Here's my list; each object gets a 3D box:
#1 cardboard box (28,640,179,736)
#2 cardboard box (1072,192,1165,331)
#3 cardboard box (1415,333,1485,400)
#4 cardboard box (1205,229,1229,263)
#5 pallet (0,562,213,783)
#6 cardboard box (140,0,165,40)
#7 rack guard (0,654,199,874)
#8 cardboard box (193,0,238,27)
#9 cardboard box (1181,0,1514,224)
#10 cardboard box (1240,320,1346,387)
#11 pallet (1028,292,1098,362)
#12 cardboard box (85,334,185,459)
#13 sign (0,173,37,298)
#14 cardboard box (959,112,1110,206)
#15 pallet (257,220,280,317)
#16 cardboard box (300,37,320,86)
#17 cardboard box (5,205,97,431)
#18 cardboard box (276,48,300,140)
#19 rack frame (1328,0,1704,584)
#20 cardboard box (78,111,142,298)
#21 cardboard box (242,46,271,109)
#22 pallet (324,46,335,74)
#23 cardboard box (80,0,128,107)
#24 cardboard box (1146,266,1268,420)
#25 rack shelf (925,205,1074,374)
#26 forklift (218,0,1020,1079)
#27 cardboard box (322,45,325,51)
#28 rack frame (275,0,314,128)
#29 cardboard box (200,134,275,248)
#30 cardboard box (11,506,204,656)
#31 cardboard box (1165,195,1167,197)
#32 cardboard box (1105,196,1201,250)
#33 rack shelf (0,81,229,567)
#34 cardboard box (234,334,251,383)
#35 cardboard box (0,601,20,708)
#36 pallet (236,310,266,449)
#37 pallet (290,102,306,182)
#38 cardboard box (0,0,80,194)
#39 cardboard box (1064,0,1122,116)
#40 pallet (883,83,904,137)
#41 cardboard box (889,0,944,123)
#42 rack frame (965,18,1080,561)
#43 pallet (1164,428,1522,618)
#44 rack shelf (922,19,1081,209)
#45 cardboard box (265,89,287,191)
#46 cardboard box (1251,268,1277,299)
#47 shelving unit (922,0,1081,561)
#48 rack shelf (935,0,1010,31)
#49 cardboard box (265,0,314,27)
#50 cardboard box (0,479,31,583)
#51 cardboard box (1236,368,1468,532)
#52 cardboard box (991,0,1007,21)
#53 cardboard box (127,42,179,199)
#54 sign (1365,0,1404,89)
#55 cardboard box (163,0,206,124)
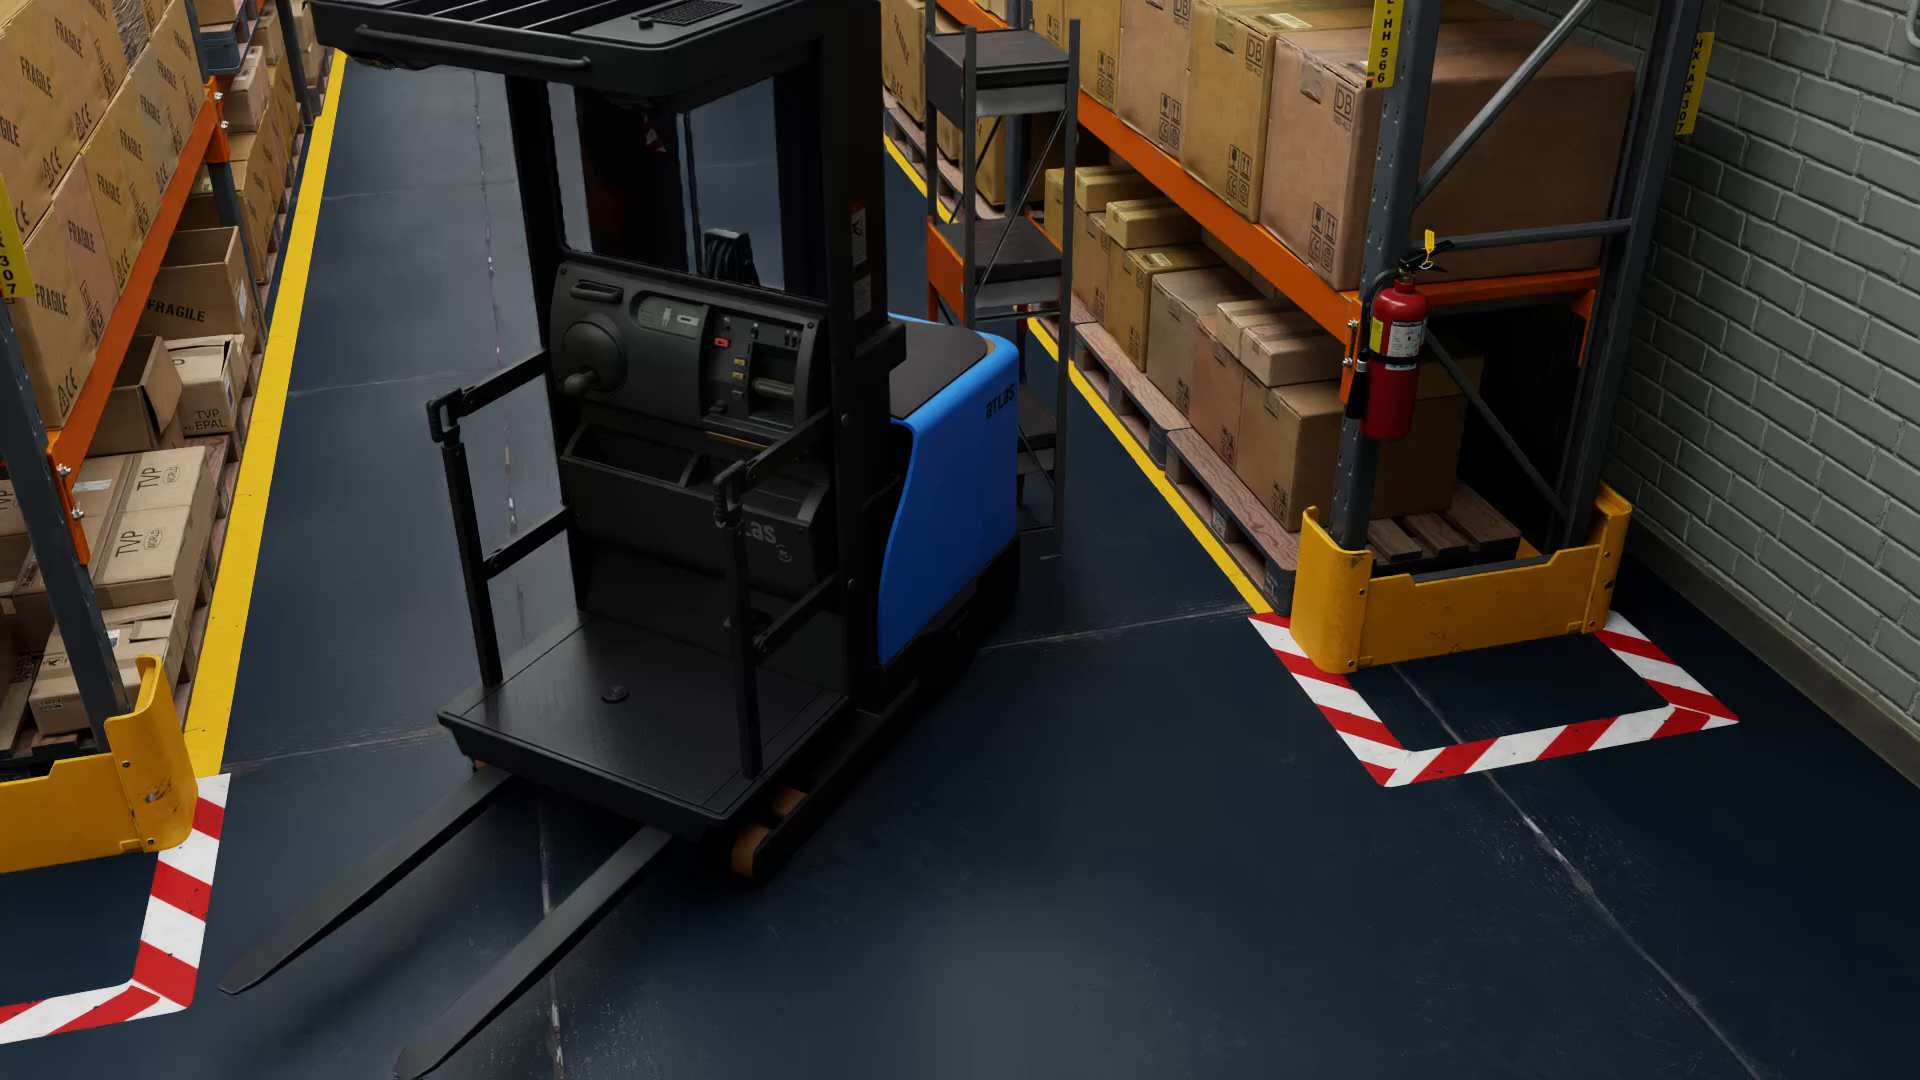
[{"bbox_3d":[-2.747,0.472,5.347,0.380,0.149,0.250,-8,31,-13],"label":"cardboard box"},{"bbox_3d":[0.976,-1.398,8.247,0.700,0.500,0.500,-8,31,-14],"label":"cardboard box"},{"bbox_3d":[1.752,-0.656,6.317,0.380,0.149,0.250,-8,31,-13],"label":"cardboard box"},{"bbox_3d":[1.347,-1.390,7.586,0.380,0.149,0.250,-8,31,-14],"label":"cardboard box"},{"bbox_3d":[-3.200,0.462,5.742,1.003,0.211,1.213,-8,31,-13],"label":"pallet"},{"bbox_3d":[-3.506,-2.275,6.588,0.500,0.500,0.500,-8,31,-14],"label":"cardboard box"},{"bbox_3d":[-2.987,0.721,5.005,1.175,0.500,0.348,-8,31,-13],"label":"rack guard"},{"bbox_3d":[-3.939,-2.739,7.969,0.700,0.500,0.500,-19,35,-30],"label":"cardboard box"},{"bbox_3d":[1.459,-1.709,6.409,0.980,0.700,0.700,-8,31,-14],"label":"cardboard box"},{"bbox_3d":[1.316,-0.727,6.441,0.380,0.149,0.250,-8,31,-14],"label":"cardboard box"},{"bbox_3d":[0.873,-1.332,8.840,1.003,0.211,1.213,-8,31,-13],"label":"pallet"},{"bbox_3d":[-3.525,-0.459,6.601,0.797,0.503,0.637,-8,31,-13],"label":"cardboard box"},{"bbox_3d":[-2.444,-0.771,4.223,0.100,0.325,0.005,-8,31,-13],"label":"sign"},{"bbox_3d":[0.448,-2.464,9.740,0.750,0.750,0.750,-7,31,-13],"label":"cardboard box"},{"bbox_3d":[-4.281,-1.437,9.021,1.003,0.211,1.213,-8,31,-13],"label":"pallet"},{"bbox_3d":[-4.946,-3.471,12.079,0.500,0.250,0.500,-8,31,-13],"label":"cardboard box"},{"bbox_3d":[-2.831,-0.616,4.721,0.500,0.500,0.500,-7,31,-12],"label":"cardboard box"},{"bbox_3d":[-4.616,-2.876,10.780,0.500,0.500,0.500,-7,31,-11],"label":"cardboard box"},{"bbox_3d":[1.808,-0.984,5.456,1.000,3.000,0.127,-8,31,-13],"label":"rack frame"},{"bbox_3d":[-3.103,-1.108,5.570,0.500,0.500,0.500,-8,31,-13],"label":"cardboard box"},{"bbox_3d":[-4.321,-2.680,9.693,0.500,0.250,0.500,-8,31,-14],"label":"cardboard box"},{"bbox_3d":[-5.591,-3.972,13.401,1.003,0.211,1.213,-8,31,-13],"label":"pallet"},{"bbox_3d":[-3.240,-1.788,5.747,0.500,0.500,0.500,-8,31,-14],"label":"cardboard box"},{"bbox_3d":[1.259,-0.893,7.375,0.700,0.500,0.500,-9,31,-15],"label":"cardboard box"},{"bbox_3d":[0.140,-0.916,6.264,0.431,0.518,0.480,-9,31,-15],"label":"rack shelf"},{"bbox_3d":[-0.916,-0.508,4.702,1.130,2.935,3.031,15,33,24],"label":"forklift"},{"bbox_3d":[-5.224,-3.964,12.930,0.500,0.250,0.500,-9,31,-15],"label":"cardboard box"},{"bbox_3d":[-5.090,-4.188,10.990,1.000,3.000,0.127,-8,31,-13],"label":"rack frame"},{"bbox_3d":[-4.074,-1.886,9.071,0.500,0.500,0.500,-7,31,-13],"label":"cardboard box"},{"bbox_3d":[-2.971,0.134,5.830,0.500,0.250,0.500,-8,31,-13],"label":"cardboard box"},{"bbox_3d":[1.211,-1.637,8.012,0.380,0.149,0.250,-9,31,-15],"label":"cardboard box"},{"bbox_3d":[0.900,-1.480,7.742,0.380,0.149,0.250,-9,31,-15],"label":"cardboard box"},{"bbox_3d":[-3.498,-0.978,6.164,1.077,0.370,4.000,-8,31,-13],"label":"rack shelf"},{"bbox_3d":[-3.447,-0.802,7.547,0.380,0.149,0.250,-8,31,-13],"label":"cardboard box"},{"bbox_3d":[-3.349,0.338,5.228,0.500,0.500,0.500,-8,31,-13],"label":"cardboard box"},{"bbox_3d":[-3.847,-0.717,7.778,1.003,0.211,1.213,-8,31,-13],"label":"pallet"},{"bbox_3d":[-4.929,-2.615,11.057,1.003,0.211,1.213,-8,31,-13],"label":"pallet"},{"bbox_3d":[-2.977,-1.301,4.905,0.500,0.500,0.500,-8,31,-13],"label":"cardboard box"},{"bbox_3d":[1.063,-2.428,7.652,0.980,0.700,0.700,-9,31,-15],"label":"cardboard box"},{"bbox_3d":[-0.179,-3.250,12.155,1.003,0.211,1.213,-8,31,-13],"label":"pallet"},{"bbox_3d":[-0.020,-3.303,11.189,0.750,0.750,0.750,-8,31,-14],"label":"cardboard box"},{"bbox_3d":[0.211,-0.811,6.055,0.400,2.100,0.015,-9,31,-15],"label":"rack frame"},{"bbox_3d":[1.520,-0.153,6.804,1.003,0.211,1.213,-8,31,-13],"label":"pallet"},{"bbox_3d":[0.140,-1.522,5.914,0.431,0.518,0.480,-9,31,-15],"label":"rack shelf"},{"bbox_3d":[-4.333,-2.373,9.912,0.500,0.500,0.500,-9,31,-15],"label":"cardboard box"},{"bbox_3d":[1.482,-1.144,7.161,0.380,0.149,0.250,-7,31,-13],"label":"cardboard box"},{"bbox_3d":[0.140,-0.928,6.257,0.431,2.100,0.503,-9,31,-15],"label":"shelving unit"},{"bbox_3d":[0.215,-3.571,10.643,1.077,0.370,4.000,-8,31,-13],"label":"rack shelf"},{"bbox_3d":[-5.094,-3.967,12.374,0.500,0.311,0.500,-9,31,-15],"label":"cardboard box"},{"bbox_3d":[-3.572,-0.017,6.090,0.500,0.250,0.500,-8,31,-13],"label":"cardboard box"},{"bbox_3d":[1.526,-0.409,6.538,0.700,0.500,0.500,-8,31,-13],"label":"cardboard box"},{"bbox_3d":[0.384,-2.942,9.069,0.380,0.149,0.250,-8,31,-13],"label":"cardboard box"},{"bbox_3d":[-3.372,-1.595,6.412,0.500,0.500,0.500,-7,31,-12],"label":"cardboard box"},{"bbox_3d":[1.281,-1.522,4.994,0.100,0.325,0.005,-8,31,-13],"label":"sign"},{"bbox_3d":[-3.649,-2.092,7.270,0.500,0.500,0.500,-7,31,-12],"label":"cardboard box"}]
